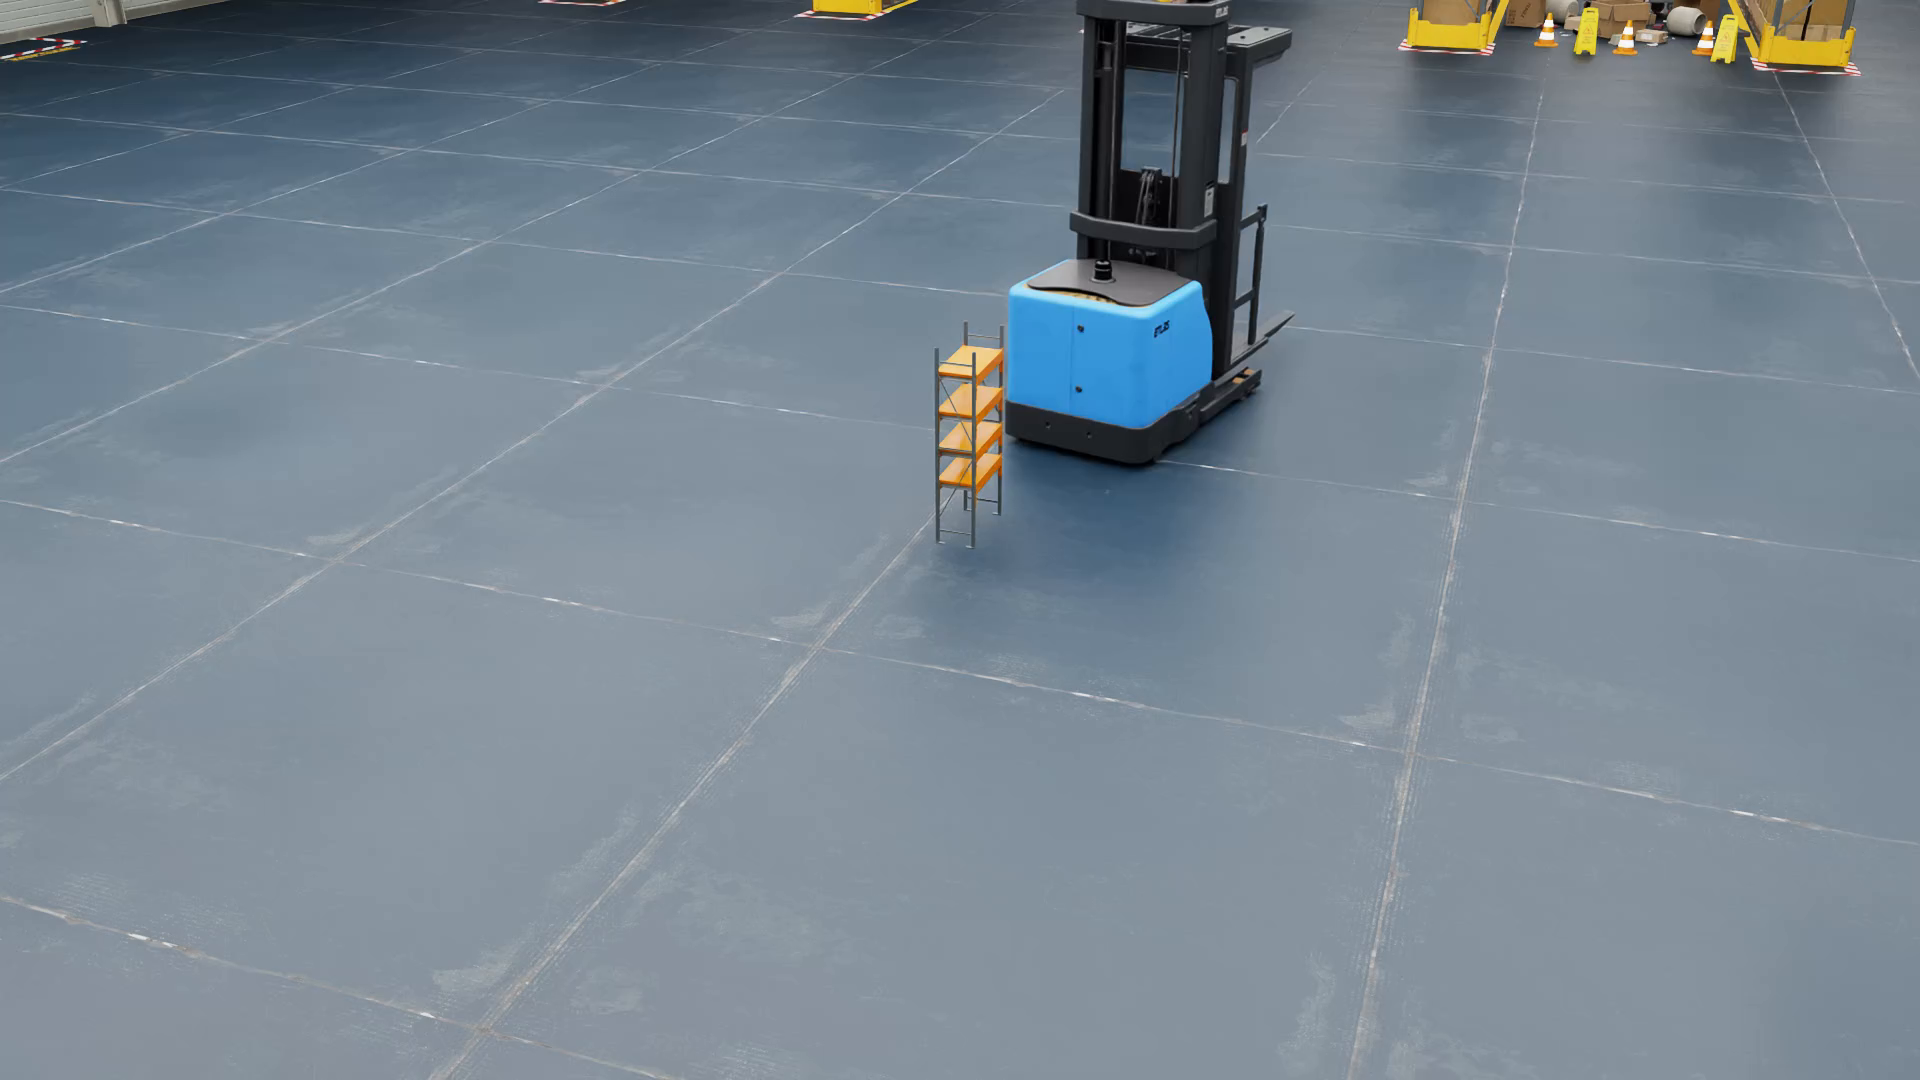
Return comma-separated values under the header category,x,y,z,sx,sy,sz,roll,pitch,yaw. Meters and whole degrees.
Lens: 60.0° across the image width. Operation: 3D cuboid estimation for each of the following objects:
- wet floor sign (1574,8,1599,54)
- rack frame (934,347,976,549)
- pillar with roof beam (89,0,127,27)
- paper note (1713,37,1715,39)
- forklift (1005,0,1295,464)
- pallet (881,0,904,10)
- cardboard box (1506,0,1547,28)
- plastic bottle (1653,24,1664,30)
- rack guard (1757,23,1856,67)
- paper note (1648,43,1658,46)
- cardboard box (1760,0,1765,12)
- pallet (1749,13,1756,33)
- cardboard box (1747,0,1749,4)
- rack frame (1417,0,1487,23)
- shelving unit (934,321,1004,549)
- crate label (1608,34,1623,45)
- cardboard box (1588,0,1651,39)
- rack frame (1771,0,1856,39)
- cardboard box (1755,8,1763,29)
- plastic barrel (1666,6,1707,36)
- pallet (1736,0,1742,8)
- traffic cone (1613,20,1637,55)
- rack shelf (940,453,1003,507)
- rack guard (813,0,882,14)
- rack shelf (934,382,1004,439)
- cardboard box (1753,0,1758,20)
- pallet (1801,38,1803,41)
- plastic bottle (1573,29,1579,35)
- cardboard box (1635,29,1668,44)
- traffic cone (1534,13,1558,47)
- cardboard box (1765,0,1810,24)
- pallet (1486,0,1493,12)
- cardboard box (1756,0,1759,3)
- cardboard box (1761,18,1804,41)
category,x,y,z,sx,sy,sz,roll,pitch,yaw
wet floor sign,9.264,-7.520,24.540,0.267,0.644,0.232,4,26,8
rack frame,-0.026,-0.508,9.422,0.240,1.200,0.015,9,27,17
pillar with roof beam,-9.770,-11.817,23.831,9.100,9.000,0.400,9,27,17
paper note,11.674,-7.815,25.856,0.142,0.019,0.148,0,26,-1
forklift,1.507,-2.402,11.347,1.130,2.935,3.031,15,30,29
pallet,-1.651,-9.473,29.074,1.003,0.211,1.213,9,27,17
cardboard box,9.189,-8.611,26.959,0.500,0.500,0.500,14,29,26
plastic bottle,11.241,-8.265,26.750,0.133,0.061,0.283,14,29,26
rack guard,12.133,-7.108,23.857,1.175,0.500,0.348,9,27,17
paper note,10.546,-7.543,25.293,0.148,0.019,0.142,0,26,-1
cardboard box,12.474,-8.279,25.220,0.500,0.500,0.500,8,27,16
pallet,13.249,-8.310,26.670,1.003,0.211,1.213,9,27,17
cardboard box,13.611,-9.068,27.570,0.950,0.372,0.625,9,27,18
rack frame,7.407,-8.878,24.645,1.000,3.000,0.127,9,27,17
shelving unit,0.055,-0.608,9.629,0.258,1.200,0.503,9,27,17
crate label,10.078,-7.631,25.353,0.250,0.136,0.298,-5,26,-9
cardboard box,10.305,-8.167,26.041,0.797,0.503,0.637,-9,27,-18
rack frame,12.108,-8.202,23.248,1.000,3.000,0.127,9,27,17
cardboard box,12.472,-7.952,25.405,0.500,0.250,0.500,8,27,16
plastic barrel,11.368,-8.111,26.016,0.421,0.421,0.512,-14,29,-27
pallet,14.101,-9.414,28.951,1.003,0.211,1.213,9,27,17
traffic cone,9.875,-7.445,24.596,0.336,0.463,0.334,9,27,17
rack shelf,0.055,-0.369,9.745,0.258,0.148,0.480,9,27,17
rack guard,-1.927,-9.270,28.323,1.175,0.500,0.348,9,27,17
rack shelf,0.055,-0.749,9.561,0.258,0.148,0.480,9,27,17
cardboard box,12.821,-8.373,26.274,0.500,0.250,0.500,10,28,20
pallet,12.437,-7.307,24.599,1.003,0.211,1.213,9,27,17
plastic bottle,9.772,-8.039,26.284,0.133,0.061,0.283,0,26,-1
cardboard box,10.639,-7.750,25.586,0.250,0.149,0.380,-20,33,-36
traffic cone,8.922,-7.749,25.223,0.336,0.463,0.334,9,27,17
cardboard box,12.129,-7.858,24.350,0.500,0.500,0.500,9,27,18
pallet,8.411,-8.966,28.025,1.003,0.211,1.213,9,27,17
cardboard box,12.821,-8.710,26.109,0.500,0.500,0.500,10,28,20
cardboard box,12.131,-7.534,24.543,0.500,0.250,0.500,9,27,17
